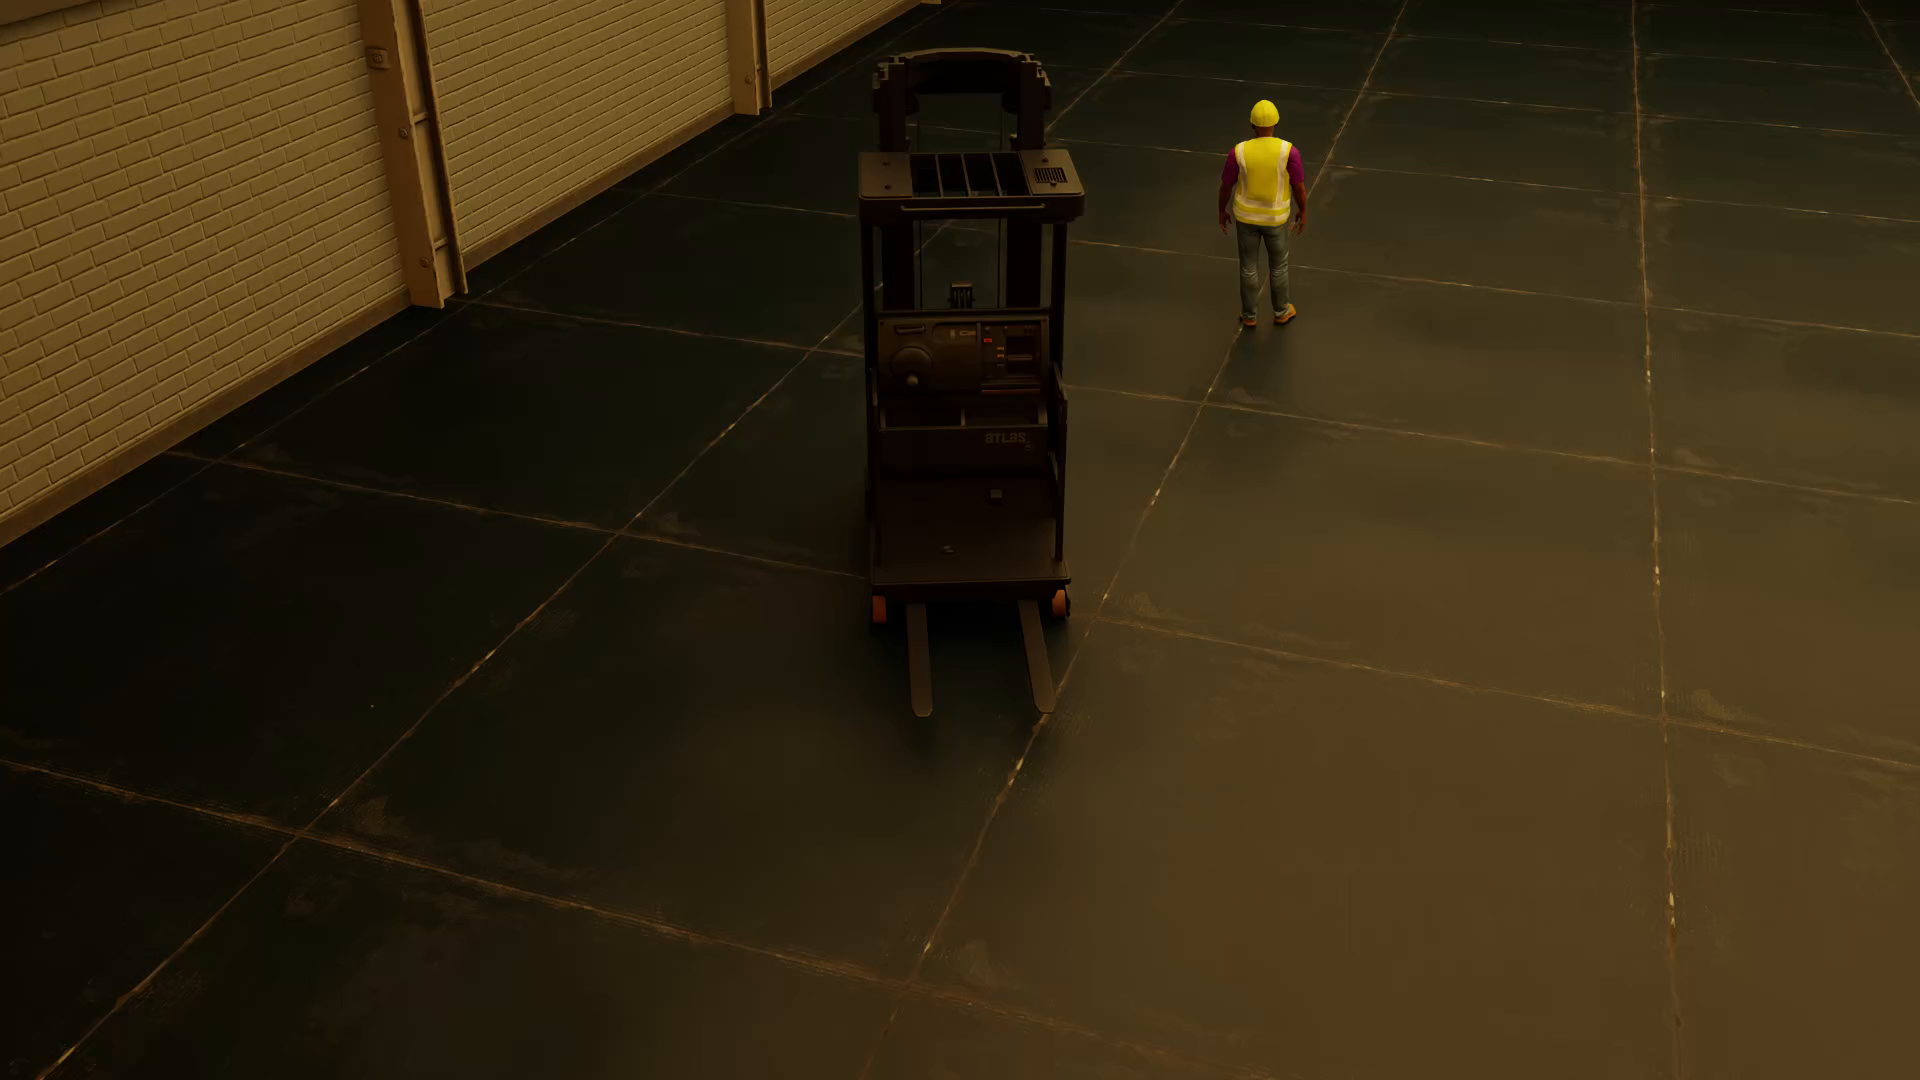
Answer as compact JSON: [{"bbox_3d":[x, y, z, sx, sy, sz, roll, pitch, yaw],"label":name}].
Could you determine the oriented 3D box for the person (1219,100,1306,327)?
[{"bbox_3d":[2.307,-2.496,12.676,0.665,1.768,0.575,7,30,12],"label":"person"}]

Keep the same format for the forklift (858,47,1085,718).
[{"bbox_3d":[0.035,-0.972,8.842,1.130,2.935,3.031,-2,30,-3],"label":"forklift"}]
